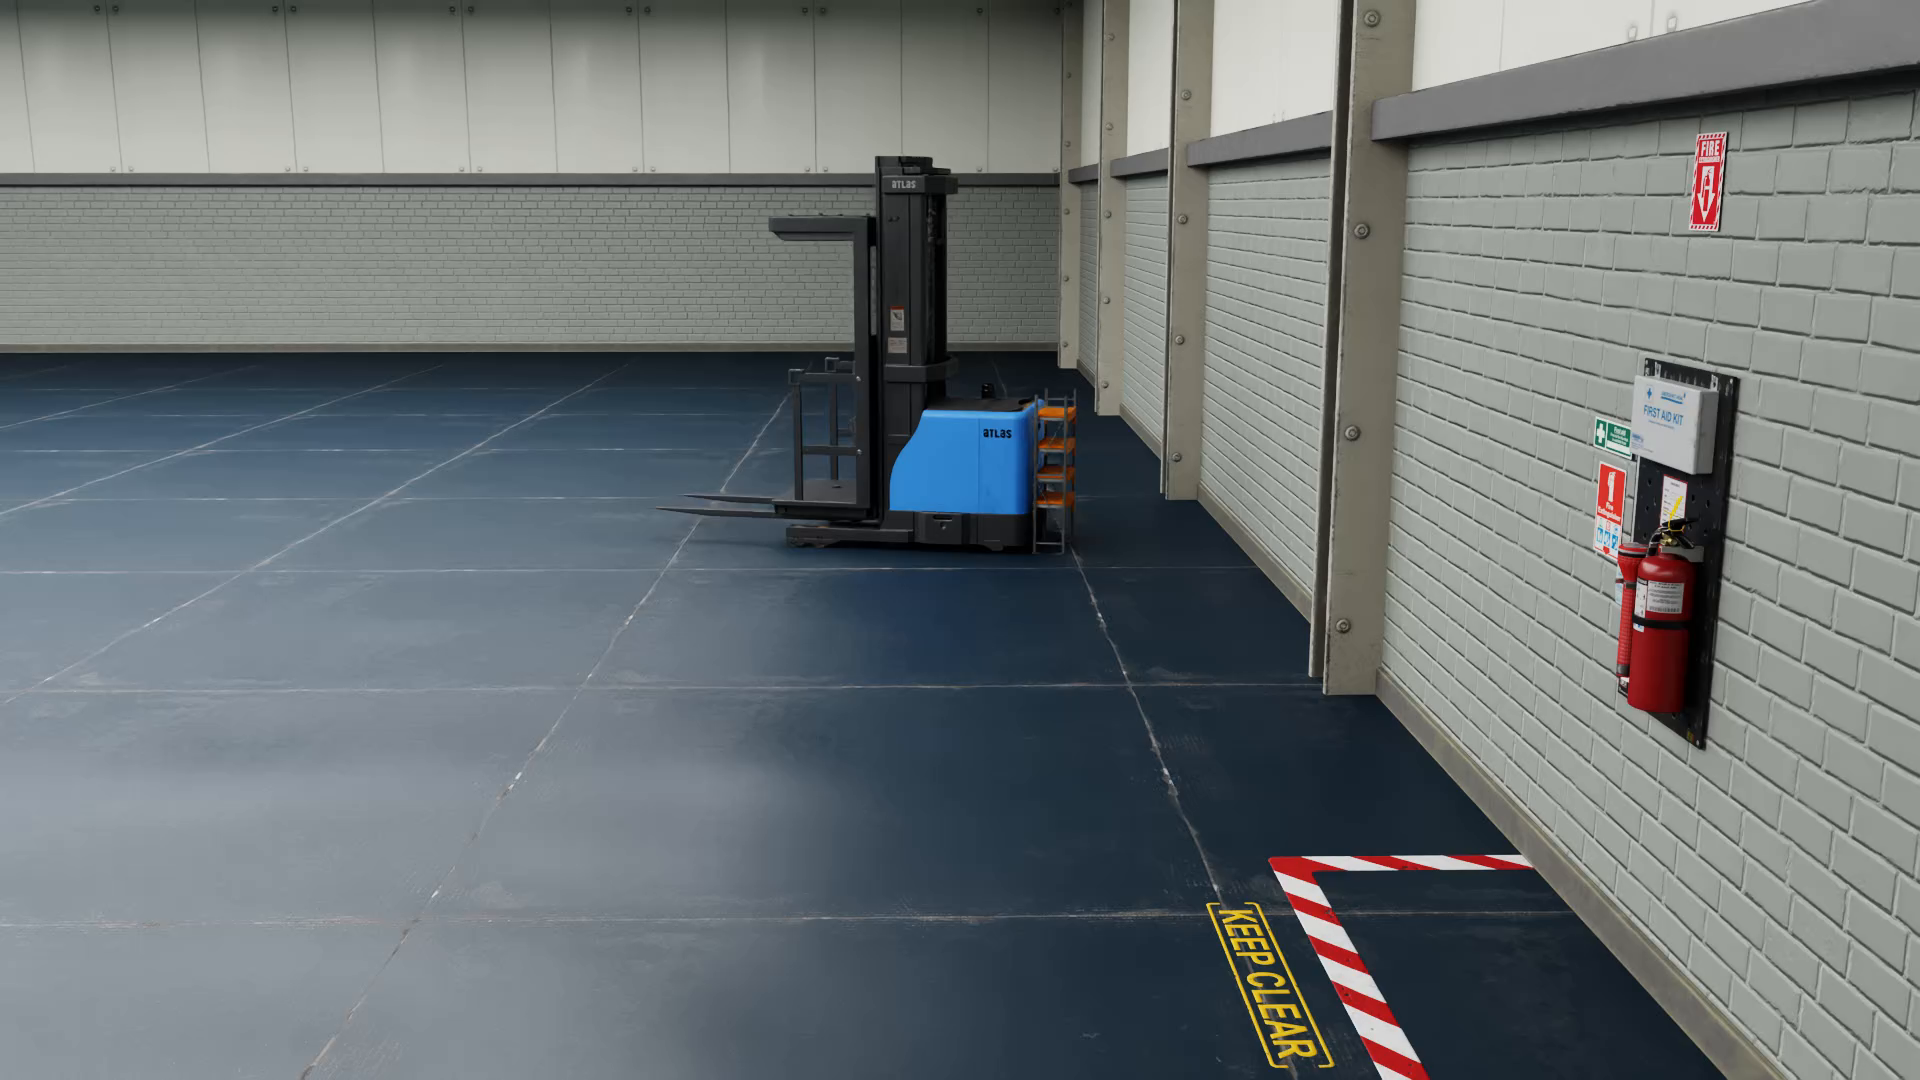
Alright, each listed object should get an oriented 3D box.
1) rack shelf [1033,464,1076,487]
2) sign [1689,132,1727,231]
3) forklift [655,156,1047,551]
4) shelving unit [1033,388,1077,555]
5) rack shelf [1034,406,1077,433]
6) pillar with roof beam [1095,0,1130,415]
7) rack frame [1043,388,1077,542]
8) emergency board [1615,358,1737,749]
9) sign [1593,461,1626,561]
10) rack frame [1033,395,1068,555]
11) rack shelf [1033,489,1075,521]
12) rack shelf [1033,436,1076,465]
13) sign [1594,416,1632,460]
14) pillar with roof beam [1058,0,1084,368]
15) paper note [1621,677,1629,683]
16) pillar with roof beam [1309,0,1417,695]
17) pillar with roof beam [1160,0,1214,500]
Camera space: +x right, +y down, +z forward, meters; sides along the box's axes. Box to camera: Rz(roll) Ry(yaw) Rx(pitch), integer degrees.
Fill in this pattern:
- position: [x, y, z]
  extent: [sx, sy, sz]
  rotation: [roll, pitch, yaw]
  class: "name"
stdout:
- position: [0.721, -0.463, 12.658]
  extent: [0.258, 0.148, 0.480]
  rotation: [3, 12, 11]
  class: "rack shelf"
- position: [2.326, -1.114, 5.176]
  extent: [0.001, 0.298, 0.199]
  rotation: [0, 11, -1]
  class: "sign"
- position: [-0.874, -1.476, 12.965]
  extent: [3.031, 2.935, 1.130]
  rotation: [2, 12, 11]
  class: "forklift"
- position: [0.722, -0.529, 12.644]
  extent: [0.258, 1.200, 0.503]
  rotation: [3, 12, 11]
  class: "shelving unit"
- position: [0.724, -0.914, 12.566]
  extent: [0.258, 0.148, 0.480]
  rotation: [3, 12, 11]
  class: "rack shelf"
- position: [-2.436, -5.985, 19.927]
  extent: [9.100, 9.000, 0.400]
  rotation: [0, 11, -1]
  class: "pillar with roof beam"
- position: [0.771, -0.576, 12.879]
  extent: [0.240, 1.200, 0.015]
  rotation: [3, 12, 11]
  class: "rack frame"
- position: [2.227, 0.024, 5.396]
  extent: [0.194, 1.169, 0.643]
  rotation: [0, 11, -1]
  class: "emergency board"
- position: [2.318, -0.104, 5.937]
  extent: [0.001, 0.329, 0.234]
  rotation: [0, 11, -1]
  class: "sign"
- position: [0.672, -0.481, 12.410]
  extent: [0.240, 1.200, 0.015]
  rotation: [3, 12, 11]
  class: "rack frame"
- position: [0.720, -0.268, 12.698]
  extent: [0.258, 0.148, 0.480]
  rotation: [3, 12, 11]
  class: "rack shelf"
- position: [0.722, -0.682, 12.613]
  extent: [0.258, 0.148, 0.480]
  rotation: [3, 12, 11]
  class: "rack shelf"
- position: [2.310, -0.363, 5.879]
  extent: [0.001, 0.109, 0.331]
  rotation: [0, 11, -1]
  class: "sign"
- position: [-2.560, -7.178, 25.806]
  extent: [9.100, 9.000, 0.400]
  rotation: [0, 11, -1]
  class: "pillar with roof beam"
- position: [2.292, 0.420, 5.659]
  extent: [0.016, 0.148, 0.142]
  rotation: [0, 11, -1]
  class: "paper note"
- position: [-2.188, -3.600, 8.169]
  extent: [9.100, 9.000, 0.400]
  rotation: [0, 11, -1]
  class: "pillar with roof beam"
- position: [-2.312, -4.792, 14.048]
  extent: [9.100, 9.000, 0.400]
  rotation: [0, 11, -1]
  class: "pillar with roof beam"
